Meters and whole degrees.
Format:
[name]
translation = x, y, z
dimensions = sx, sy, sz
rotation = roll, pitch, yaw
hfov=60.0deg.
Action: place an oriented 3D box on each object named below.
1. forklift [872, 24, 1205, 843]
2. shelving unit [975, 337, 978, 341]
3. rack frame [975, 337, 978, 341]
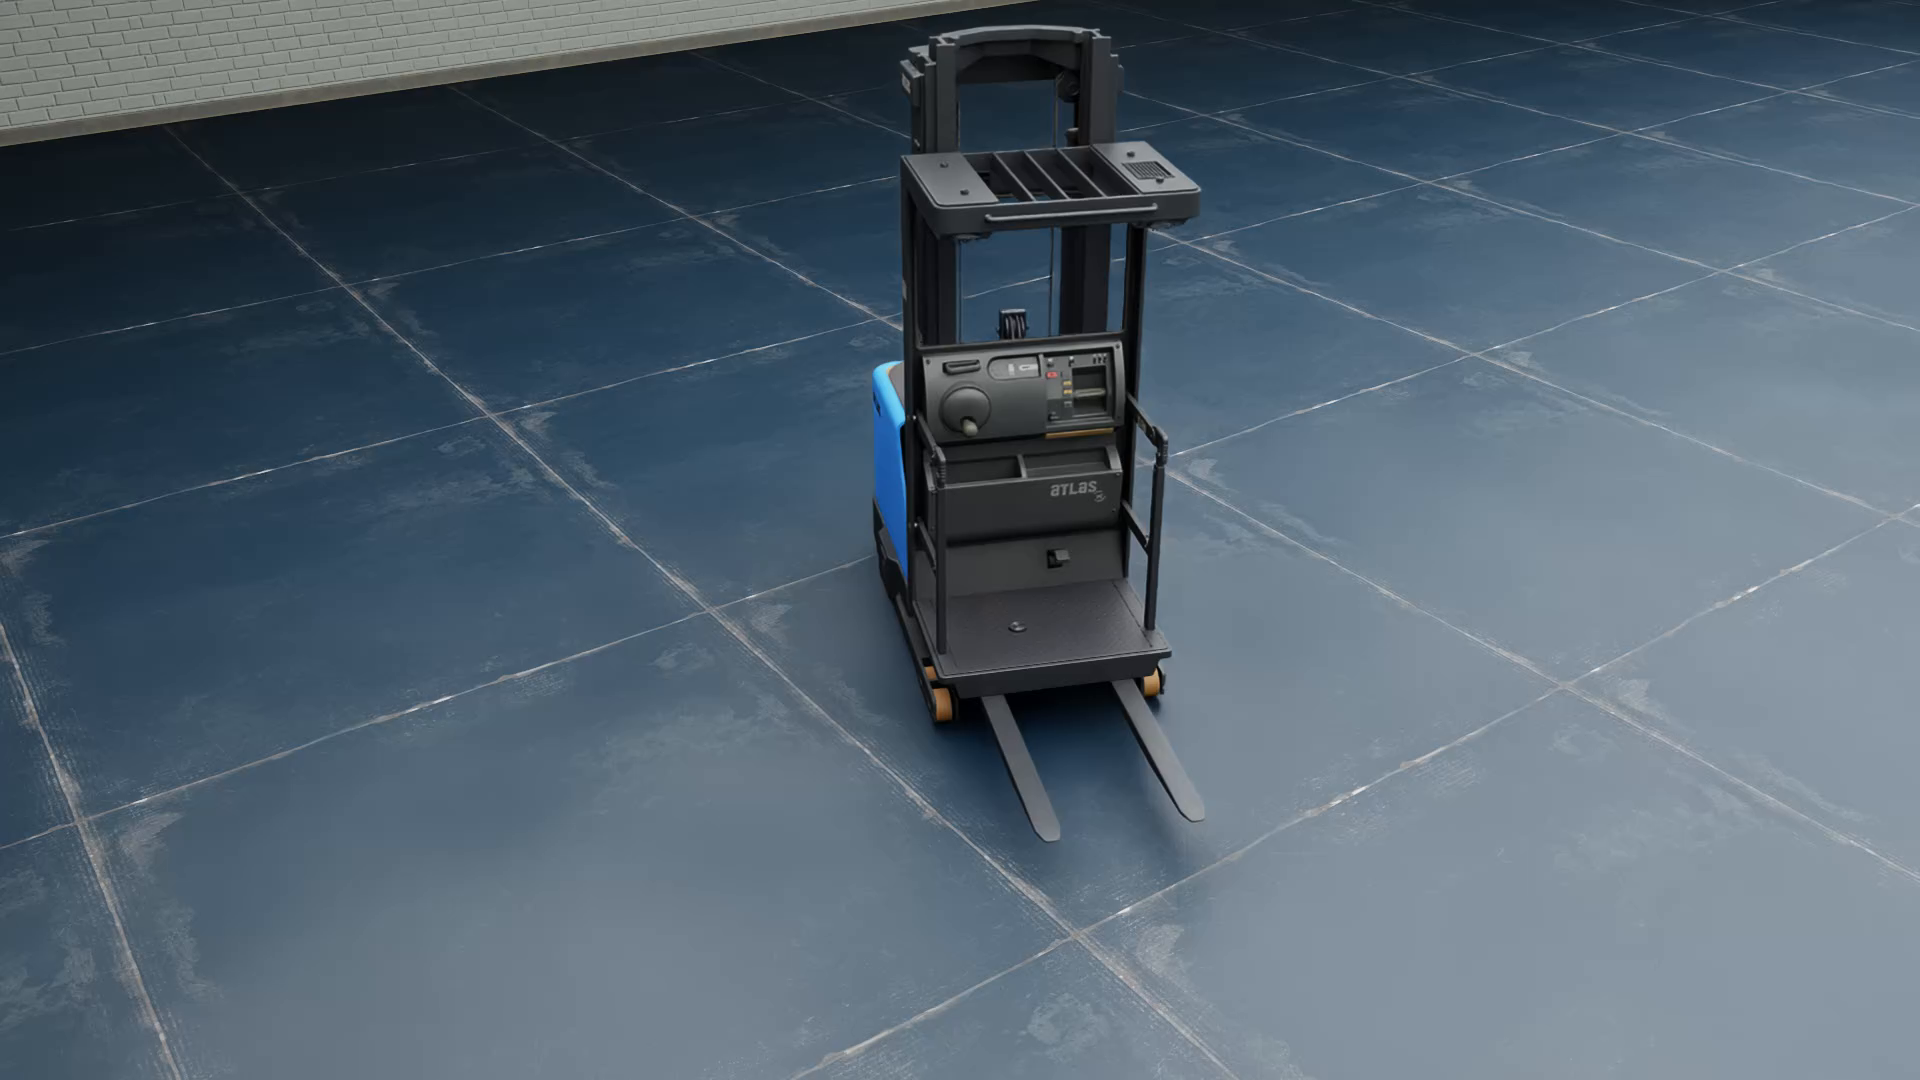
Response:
[forklift]
translation = 0.341, -0.637, 7.352
dimensions = 1.130, 2.935, 3.031
rotation = -6, 29, -11
[shelving unit]
translation = 0.025, -0.582, 9.222
dimensions = 0.215, 1.050, 0.252
rotation = -6, 29, -11
[rack frame]
translation = -0.001, -0.639, 9.327
dimensions = 0.200, 1.050, 0.008
rotation = -6, 29, -11
